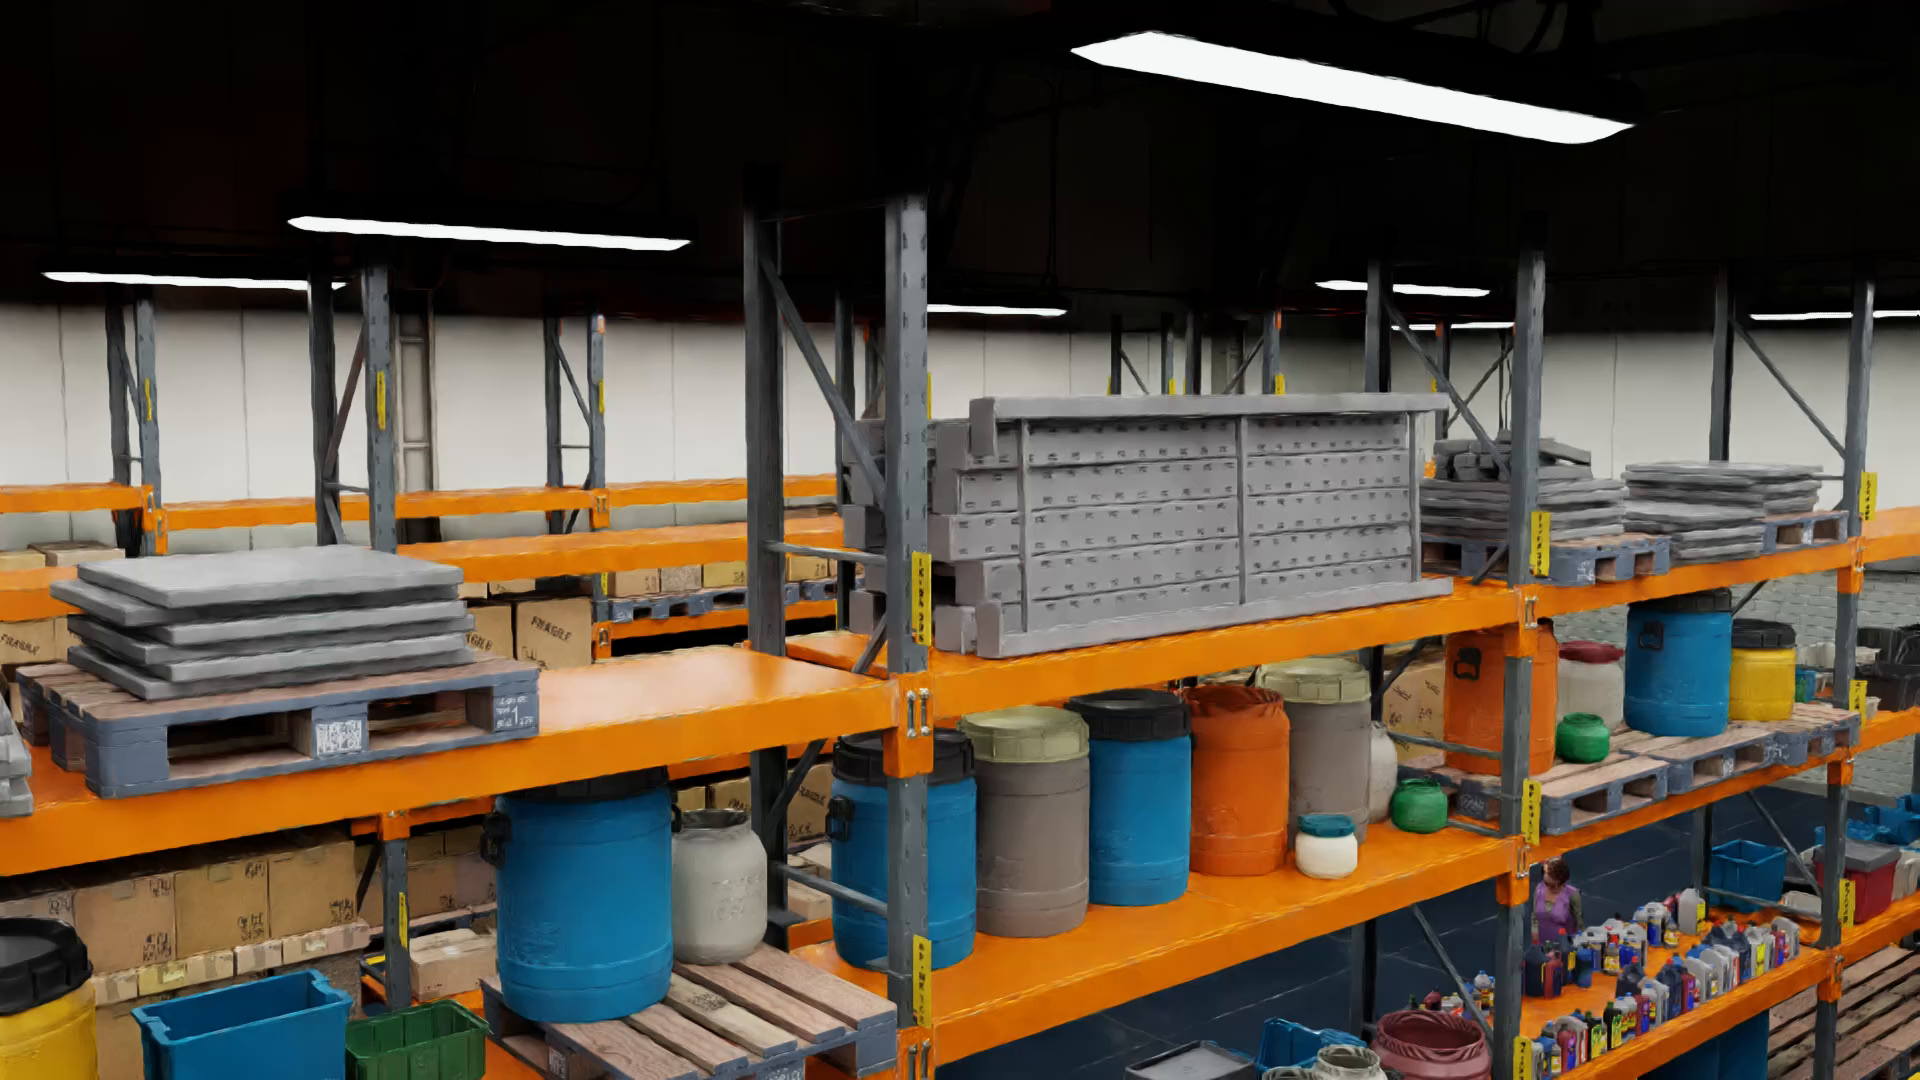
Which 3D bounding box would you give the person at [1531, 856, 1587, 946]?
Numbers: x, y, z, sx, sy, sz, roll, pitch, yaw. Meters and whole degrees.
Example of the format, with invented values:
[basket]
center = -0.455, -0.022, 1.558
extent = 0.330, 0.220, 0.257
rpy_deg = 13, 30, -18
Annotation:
[person]
center = 4.592, 3.161, 12.820
extent = 1.034, 1.512, 0.418
rpy_deg = -4, 7, -37
